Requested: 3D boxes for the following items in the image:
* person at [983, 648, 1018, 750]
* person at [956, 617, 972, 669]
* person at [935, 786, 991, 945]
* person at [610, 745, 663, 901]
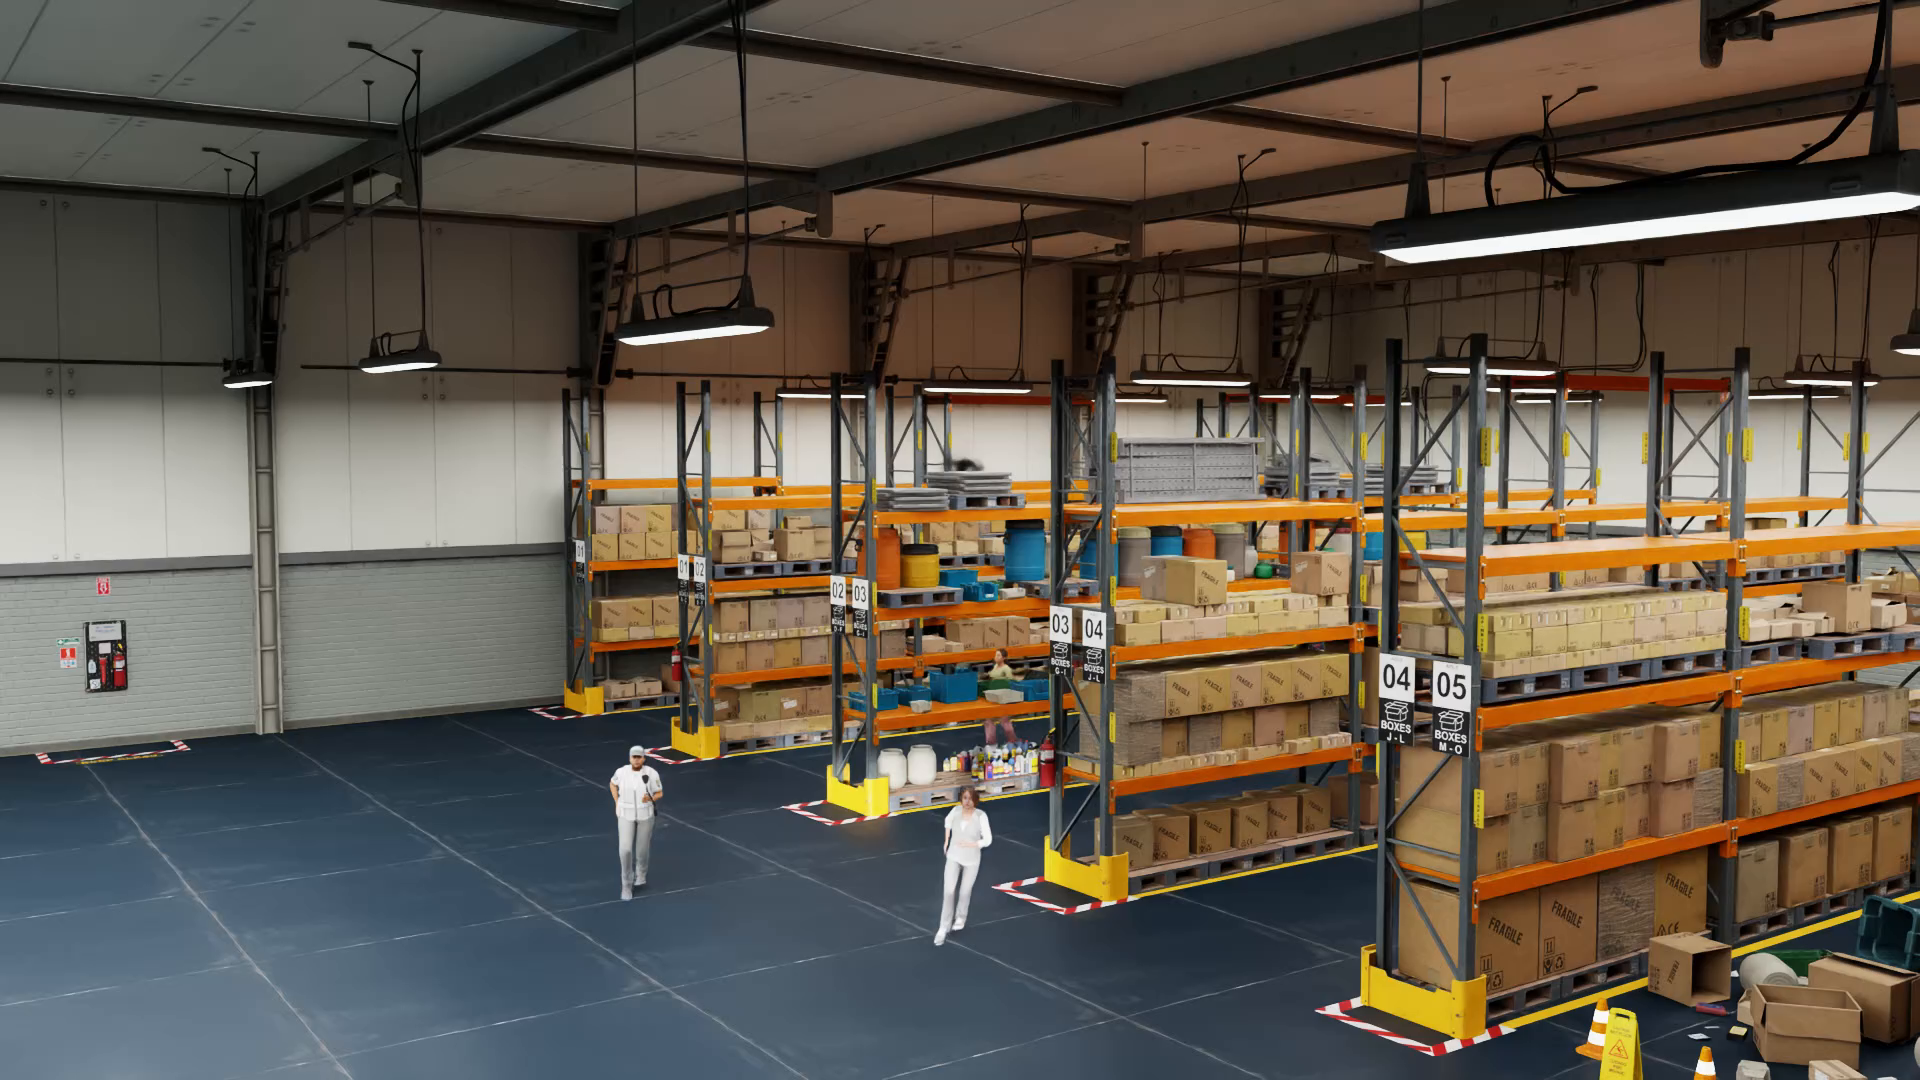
[{"bbox_3d":[0.659,2.606,26.861,0.561,1.726,0.688,4,5,44],"label":"person"},{"bbox_3d":[0.023,2.289,31.749,0.528,1.653,0.589,-2,4,-32],"label":"person"},{"bbox_3d":[0.055,3.281,16.965,0.569,1.598,0.665,1,4,8],"label":"person"},{"bbox_3d":[-3.621,3.151,18.638,0.584,1.728,0.752,-1,4,-12],"label":"person"}]
